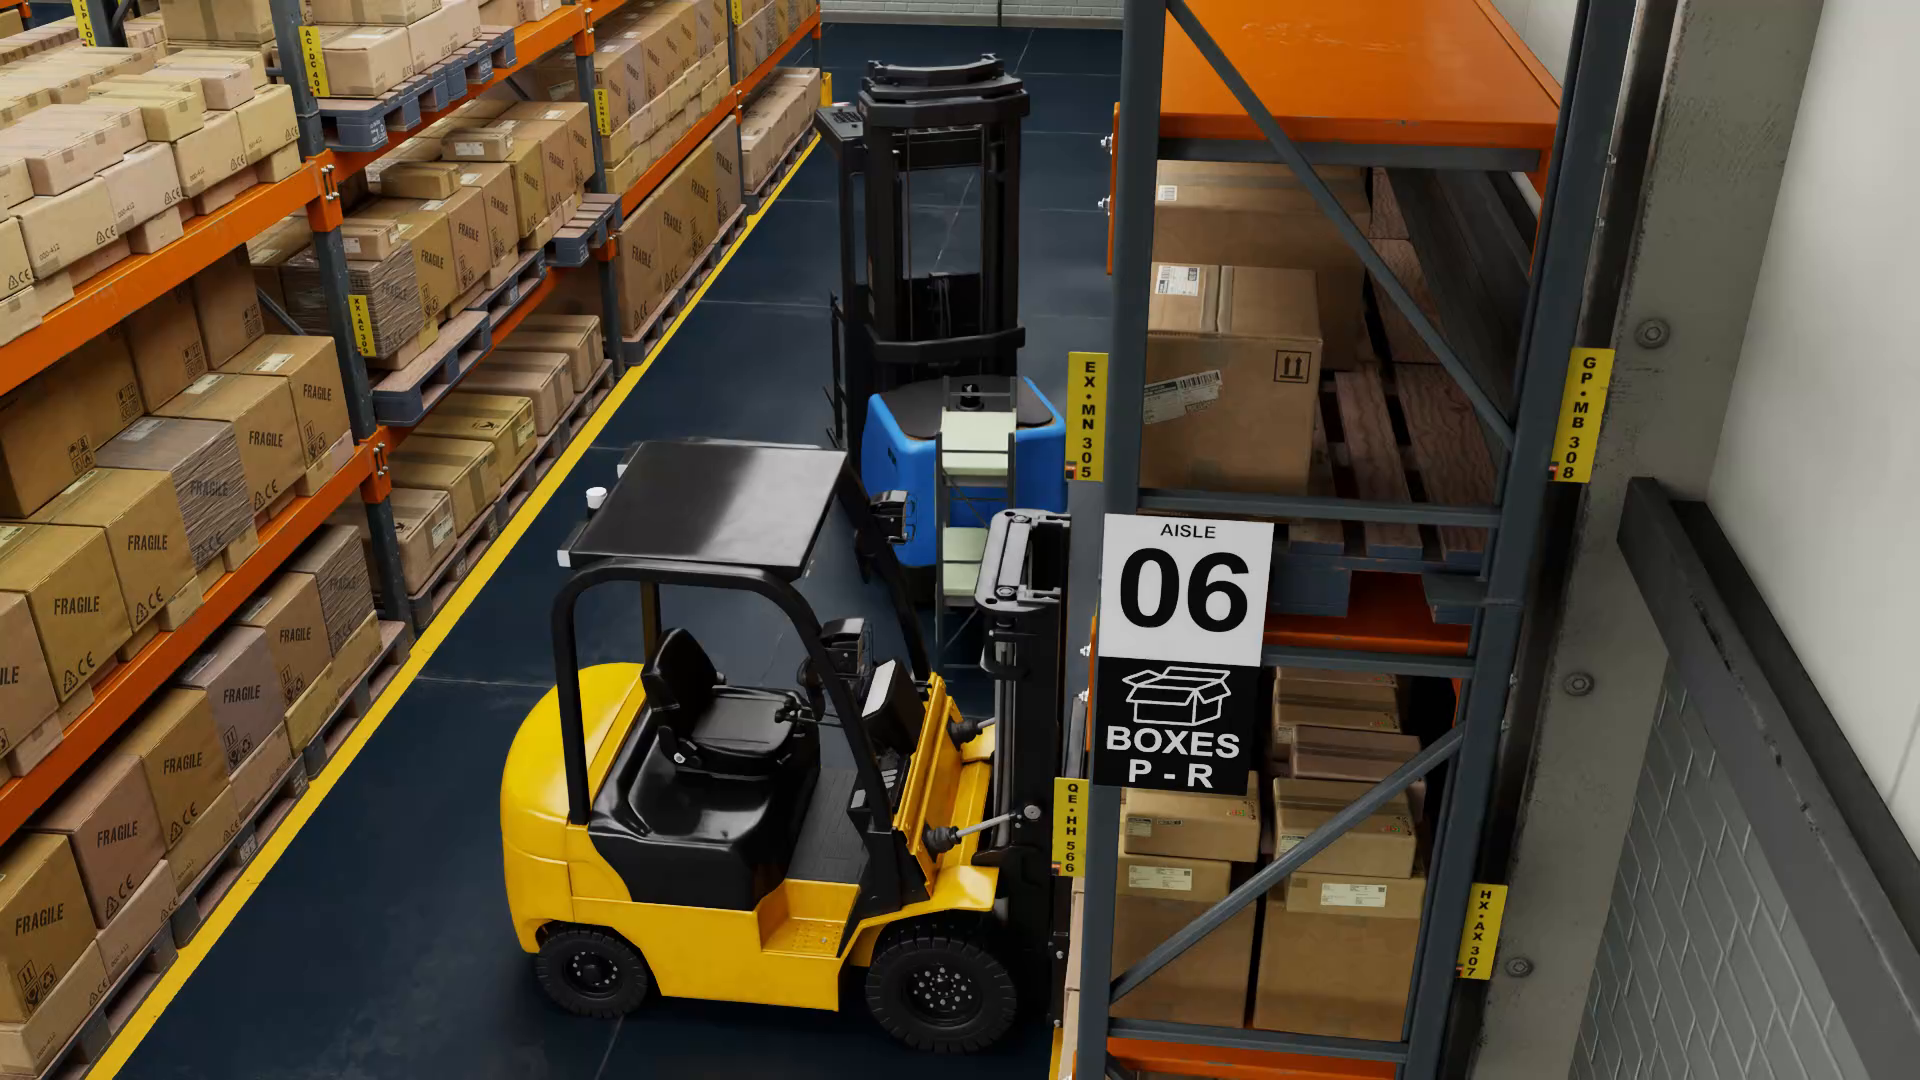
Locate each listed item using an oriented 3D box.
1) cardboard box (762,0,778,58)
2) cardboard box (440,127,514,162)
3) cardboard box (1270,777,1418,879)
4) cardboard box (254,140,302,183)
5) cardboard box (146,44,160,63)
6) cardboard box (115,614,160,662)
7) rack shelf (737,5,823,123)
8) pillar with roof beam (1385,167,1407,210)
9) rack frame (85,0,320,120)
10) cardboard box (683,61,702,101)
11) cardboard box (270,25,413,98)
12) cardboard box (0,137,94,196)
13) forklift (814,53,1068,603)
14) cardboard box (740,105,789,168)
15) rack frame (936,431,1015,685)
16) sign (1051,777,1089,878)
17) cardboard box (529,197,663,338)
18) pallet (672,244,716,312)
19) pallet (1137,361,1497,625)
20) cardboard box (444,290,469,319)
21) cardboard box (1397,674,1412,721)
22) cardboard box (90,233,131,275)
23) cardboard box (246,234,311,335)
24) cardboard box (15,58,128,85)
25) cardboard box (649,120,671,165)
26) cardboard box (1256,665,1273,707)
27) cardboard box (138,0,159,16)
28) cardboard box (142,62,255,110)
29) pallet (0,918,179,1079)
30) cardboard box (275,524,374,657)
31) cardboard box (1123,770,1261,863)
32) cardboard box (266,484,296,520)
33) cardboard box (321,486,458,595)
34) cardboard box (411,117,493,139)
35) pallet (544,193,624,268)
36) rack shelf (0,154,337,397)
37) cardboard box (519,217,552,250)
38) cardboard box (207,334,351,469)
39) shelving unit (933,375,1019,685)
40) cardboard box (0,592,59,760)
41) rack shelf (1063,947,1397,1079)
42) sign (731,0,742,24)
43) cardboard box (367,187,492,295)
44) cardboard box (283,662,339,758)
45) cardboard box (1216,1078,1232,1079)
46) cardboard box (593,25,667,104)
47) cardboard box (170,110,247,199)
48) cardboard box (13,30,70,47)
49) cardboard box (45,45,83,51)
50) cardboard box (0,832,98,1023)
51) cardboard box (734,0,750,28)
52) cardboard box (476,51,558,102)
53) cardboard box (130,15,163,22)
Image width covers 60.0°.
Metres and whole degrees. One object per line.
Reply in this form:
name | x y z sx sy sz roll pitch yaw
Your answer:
cardboard box | -2.169 -5.228 16.978 0.500 0.500 0.500 4 29 7
cardboard box | -3.030 -2.484 10.445 0.380 0.149 0.250 2 28 4
cardboard box | 1.090 0.821 4.753 0.380 0.149 0.250 3 28 5
cardboard box | -3.335 -1.786 7.797 0.380 0.149 0.250 3 29 6
cardboard box | -7.491 -4.385 15.027 0.380 0.149 0.250 2 28 5
cardboard box | -3.603 0.373 6.953 0.380 0.149 0.250 3 28 5
rack shelf | -2.374 -5.133 17.665 1.077 0.370 4.000 3 28 6
pillar with roof beam | -1.721 -4.564 9.525 9.100 9.000 0.400 3 28 6
rack frame | -3.600 -3.383 7.335 1.000 3.000 0.127 3 28 6
cardboard box | -2.544 -3.961 14.362 0.500 0.250 0.500 4 29 7
cardboard box | -3.130 -2.434 8.449 0.500 0.250 0.500 3 28 5
cardboard box | -3.517 -1.406 6.251 0.380 0.149 0.250 4 29 7
forklift | -0.254 -1.604 10.429 1.130 2.935 3.031 -8 29 -14
cardboard box | -2.327 -4.276 17.575 0.875 0.438 0.875 3 28 5
rack frame | 0.077 0.121 8.736 0.400 1.500 0.023 1 28 2
sign | 0.300 0.775 4.470 0.100 0.325 0.005 3 28 6
cardboard box | -2.943 -2.195 13.251 0.875 0.875 0.875 3 28 6
pallet | -2.786 -2.337 14.657 1.003 0.211 1.213 3 28 6
pallet | 0.949 -0.186 4.655 1.003 0.211 1.213 3 28 6
cardboard box | -3.147 -1.432 9.860 0.380 0.149 0.250 4 29 7
cardboard box | 1.334 0.479 5.702 0.380 0.149 0.250 4 29 7
cardboard box | -3.592 -1.185 6.682 0.380 0.149 0.250 4 29 7
cardboard box | -3.771 -1.333 8.992 0.500 0.500 0.500 3 28 5
cardboard box | -3.965 -2.050 7.446 0.380 0.149 0.250 4 29 8
cardboard box | -2.685 -3.264 13.597 0.500 0.250 0.500 4 29 8
cardboard box | 1.272 0.683 6.007 0.500 0.500 0.500 3 28 6
cardboard box | -7.766 -5.167 16.552 0.500 0.500 0.500 3 28 6
cardboard box | -3.378 -2.015 7.380 0.380 0.149 0.250 3 28 5
pallet | -3.946 1.952 6.696 1.003 0.211 1.213 3 28 6
cardboard box | -3.406 0.247 8.586 0.500 0.500 0.500 3 28 5
cardboard box | 0.672 0.786 4.818 0.380 0.149 0.250 3 29 6
cardboard box | -3.470 -0.227 8.065 0.380 0.149 0.250 3 29 6
cardboard box | -3.538 -0.017 9.740 0.950 0.372 0.625 4 29 7
cardboard box | -3.451 -2.541 11.234 0.500 0.500 0.500 5 29 9
pallet | -3.091 -2.199 11.664 1.213 0.211 1.003 3 28 6
rack shelf | -3.845 -0.805 6.469 1.077 0.370 4.000 3 28 6
cardboard box | -2.922 -2.032 10.972 0.380 0.149 0.250 4 29 7
cardboard box | -3.407 -0.694 8.248 0.500 0.500 0.500 3 28 5
shelving unit | 0.092 -0.052 9.058 0.431 1.500 0.755 1 28 2
cardboard box | -3.696 0.515 6.005 0.500 0.500 0.500 4 29 8
rack shelf | 1.082 0.802 6.648 1.077 0.370 4.000 3 28 6
sign | -2.080 -4.956 15.441 0.100 0.325 0.005 3 28 6
cardboard box | -3.123 -1.774 9.810 0.500 0.500 0.500 3 28 6
cardboard box | -3.461 0.828 8.298 0.500 0.250 0.500 3 28 5
cardboard box | 1.084 1.797 5.445 0.500 0.250 0.500 3 28 5
cardboard box | -2.677 -3.804 13.281 0.500 0.500 0.500 4 29 8
cardboard box | -3.448 -1.666 7.155 0.500 0.250 0.500 3 28 5
cardboard box | -8.175 -4.436 14.808 0.380 0.149 0.250 3 28 6
cardboard box | -7.592 -4.144 14.266 0.380 0.149 0.250 3 28 5
cardboard box | -3.714 1.461 6.333 0.500 0.500 0.500 2 28 4
cardboard box | -2.321 -5.202 15.876 0.500 0.500 0.500 4 29 7
cardboard box | -3.306 -3.368 12.471 0.500 0.500 0.500 3 28 5
cardboard box | -7.432 -4.758 15.405 0.380 0.149 0.250 3 28 5
